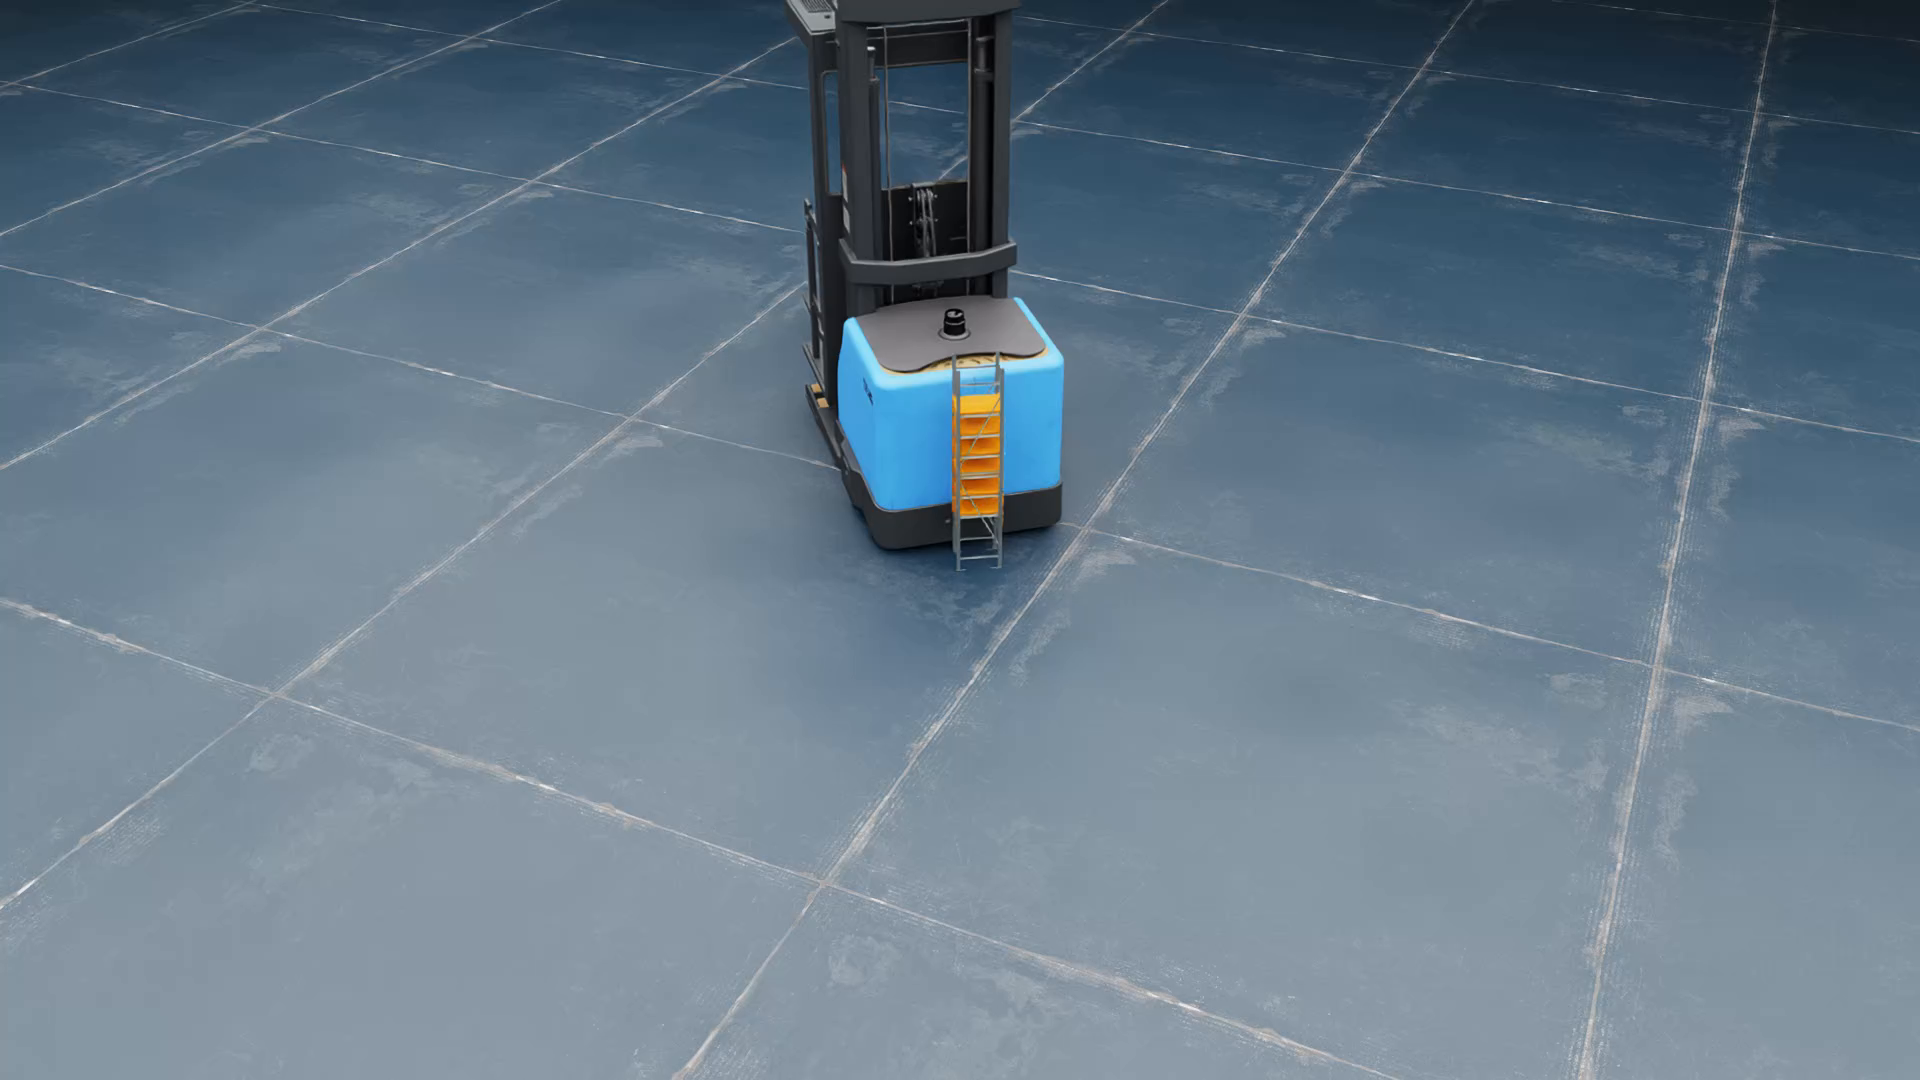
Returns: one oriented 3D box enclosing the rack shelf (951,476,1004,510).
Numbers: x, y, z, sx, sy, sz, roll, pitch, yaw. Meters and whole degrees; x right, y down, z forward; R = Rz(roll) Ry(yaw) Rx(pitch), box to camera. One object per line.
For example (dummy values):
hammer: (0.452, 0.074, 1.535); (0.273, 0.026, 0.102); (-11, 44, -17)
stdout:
rack shelf: (0.091, -0.254, 8.712); (0.258, 0.103, 0.180); (-4, 33, -6)

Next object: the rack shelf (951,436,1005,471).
rack shelf: (0.091, -0.455, 8.580); (0.258, 0.103, 0.180); (-4, 33, -6)

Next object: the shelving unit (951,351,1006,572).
shelving unit: (0.091, -0.392, 8.622); (0.258, 1.200, 0.189); (-4, 33, -6)

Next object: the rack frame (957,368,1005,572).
rack frame: (0.102, -0.342, 8.546); (0.240, 1.200, 0.006); (-4, 33, -6)

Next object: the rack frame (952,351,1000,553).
rack frame: (0.080, -0.442, 8.698); (0.240, 1.200, 0.006); (-4, 33, -6)

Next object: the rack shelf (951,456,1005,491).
rack shelf: (0.091, -0.355, 8.646); (0.258, 0.103, 0.180); (-4, 33, -6)

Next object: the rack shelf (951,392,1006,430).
rack shelf: (0.091, -0.656, 8.449); (0.258, 0.103, 0.180); (-4, 33, -6)

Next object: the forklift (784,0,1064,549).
forklift: (-0.330, -1.980, 9.465); (1.130, 2.935, 3.031); (-9, 34, -13)

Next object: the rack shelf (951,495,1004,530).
rack shelf: (0.091, -0.154, 8.778); (0.258, 0.103, 0.180); (-4, 33, -6)

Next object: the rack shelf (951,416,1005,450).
rack shelf: (0.091, -0.555, 8.514); (0.258, 0.103, 0.180); (-4, 33, -6)
